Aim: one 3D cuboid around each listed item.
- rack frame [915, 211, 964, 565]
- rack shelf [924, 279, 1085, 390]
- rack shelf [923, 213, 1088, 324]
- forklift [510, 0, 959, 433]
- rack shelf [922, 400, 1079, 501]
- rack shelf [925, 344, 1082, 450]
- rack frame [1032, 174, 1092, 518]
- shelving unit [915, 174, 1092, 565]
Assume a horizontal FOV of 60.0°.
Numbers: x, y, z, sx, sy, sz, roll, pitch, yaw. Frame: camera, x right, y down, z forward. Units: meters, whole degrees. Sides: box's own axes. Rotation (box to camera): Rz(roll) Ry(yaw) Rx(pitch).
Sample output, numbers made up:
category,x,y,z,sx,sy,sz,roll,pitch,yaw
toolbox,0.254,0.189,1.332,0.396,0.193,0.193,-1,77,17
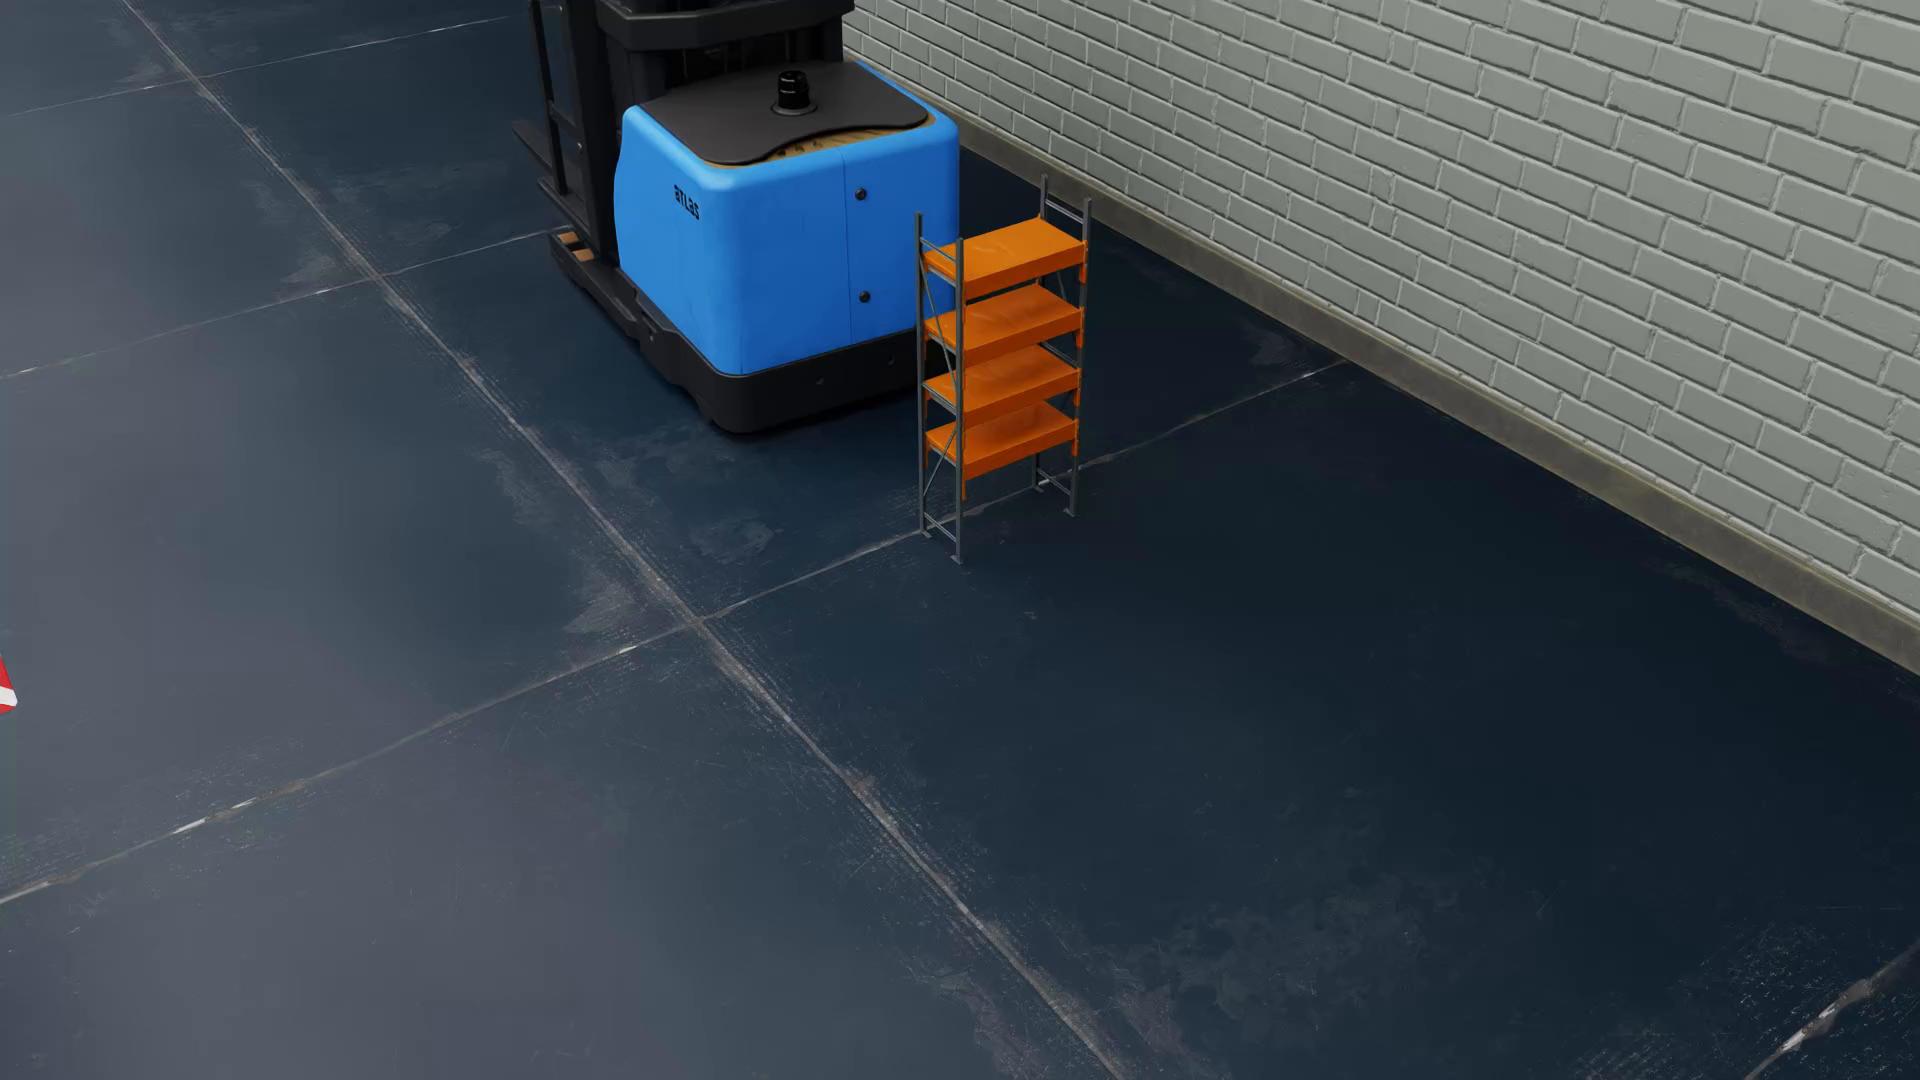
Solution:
category,x,y,z,sx,sy,sz,roll,pitch,yaw
rack frame,-0.064,-0.461,5.363,0.015,1.200,0.240,-22,41,-28
rack shelf,0.135,-0.670,5.386,0.480,0.148,0.258,-22,41,-28
rack shelf,0.135,-0.862,5.248,0.480,0.148,0.258,-22,41,-28
forklift,-1.171,-2.423,6.608,1.130,2.935,3.031,-19,40,-24
rack shelf,0.135,-0.327,5.632,0.480,0.148,0.258,-22,41,-28
rack shelf,0.135,-0.488,5.516,0.480,0.148,0.258,-22,41,-28
rack frame,0.335,-0.625,5.591,0.015,1.200,0.240,-22,41,-28
shelving unit,0.135,-0.543,5.477,0.503,1.200,0.258,-22,41,-28
